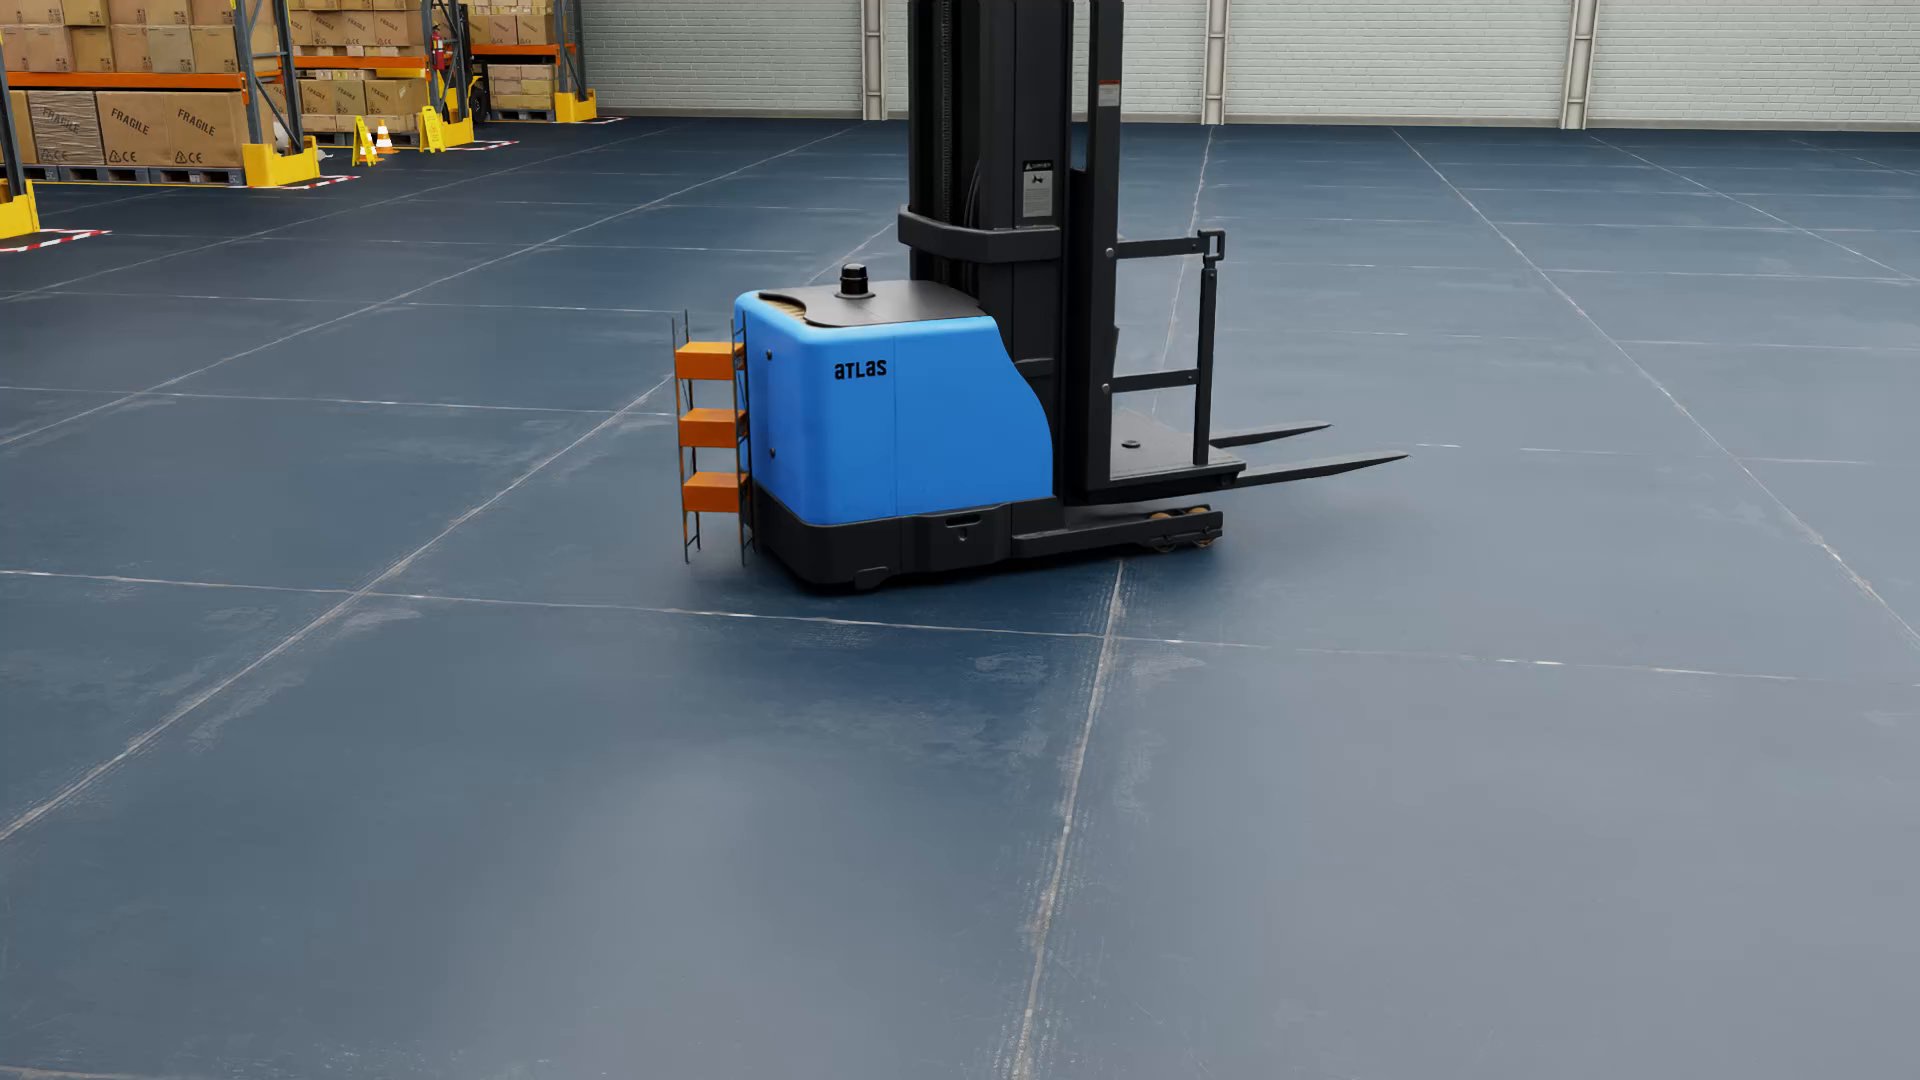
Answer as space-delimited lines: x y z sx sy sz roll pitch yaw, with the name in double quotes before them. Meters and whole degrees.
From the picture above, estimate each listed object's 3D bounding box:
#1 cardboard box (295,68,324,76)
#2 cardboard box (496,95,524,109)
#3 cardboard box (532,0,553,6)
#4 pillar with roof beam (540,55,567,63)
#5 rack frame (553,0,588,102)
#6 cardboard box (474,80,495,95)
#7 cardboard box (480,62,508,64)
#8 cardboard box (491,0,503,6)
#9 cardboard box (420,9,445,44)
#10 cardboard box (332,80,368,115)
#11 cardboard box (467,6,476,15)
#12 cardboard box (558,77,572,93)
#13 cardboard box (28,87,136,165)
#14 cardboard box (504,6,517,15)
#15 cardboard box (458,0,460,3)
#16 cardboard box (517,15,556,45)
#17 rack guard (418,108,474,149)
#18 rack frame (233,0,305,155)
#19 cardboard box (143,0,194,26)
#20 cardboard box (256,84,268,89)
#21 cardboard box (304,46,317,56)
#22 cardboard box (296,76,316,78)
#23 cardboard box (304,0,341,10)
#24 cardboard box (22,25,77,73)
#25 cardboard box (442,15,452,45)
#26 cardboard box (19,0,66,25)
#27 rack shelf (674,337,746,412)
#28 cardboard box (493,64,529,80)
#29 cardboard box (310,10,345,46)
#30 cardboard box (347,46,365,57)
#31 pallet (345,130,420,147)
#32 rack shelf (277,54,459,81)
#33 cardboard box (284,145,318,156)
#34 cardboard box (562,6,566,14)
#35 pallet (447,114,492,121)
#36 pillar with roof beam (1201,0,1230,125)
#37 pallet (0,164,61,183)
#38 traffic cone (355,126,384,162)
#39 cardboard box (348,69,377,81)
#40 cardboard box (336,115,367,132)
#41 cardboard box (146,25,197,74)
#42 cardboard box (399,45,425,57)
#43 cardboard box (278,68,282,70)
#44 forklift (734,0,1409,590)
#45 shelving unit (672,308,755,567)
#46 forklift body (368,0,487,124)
"cardboard box" -12.131 -8.302 30.469 0.625 0.625 0.875 3 19 8
"cardboard box" -7.903 -7.812 29.593 0.500 0.250 0.500 3 19 9
"cardboard box" -7.287 -9.412 29.056 0.250 0.149 0.380 3 19 9
"pillar with roof beam" -8.127 -10.777 25.331 0.400 9.000 9.100 3 19 9
"rack frame" -6.900 -8.964 29.365 0.127 3.000 1.000 3 19 9
"cardboard box" -8.436 -8.070 29.580 0.500 0.250 0.500 2 19 7
"cardboard box" -8.330 -8.469 29.983 0.500 0.250 0.500 3 19 8
"cardboard box" -8.032 -9.455 29.185 0.250 0.149 0.380 3 19 9
"cardboard box" -8.107 -7.708 24.985 0.500 0.500 0.500 3 19 8
"cardboard box" -9.031 -6.643 24.919 0.500 0.500 0.500 4 19 11
"cardboard box" -8.557 -9.305 29.206 0.250 0.149 0.380 3 19 9
"cardboard box" -7.331 -8.185 29.921 0.500 0.250 0.500 3 19 10
"cardboard box" -10.817 -5.148 20.647 0.875 0.875 0.875 3 19 9
"cardboard box" -7.790 -9.284 29.143 0.250 0.149 0.380 3 19 10
"cardboard box" -8.802 -9.487 29.281 0.250 0.149 0.380 3 19 9
"cardboard box" -7.427 -8.954 29.178 0.500 0.500 0.500 3 19 7
"rack guard" -7.758 -6.227 25.125 0.348 0.500 1.175 3 19 9
"rack frame" -8.369 -5.853 20.067 0.127 3.000 1.000 3 19 9
"cardboard box" -9.286 -6.465 19.960 0.550 0.550 0.875 3 19 9
"cardboard box" -10.562 -6.723 25.158 0.500 0.500 0.500 4 19 11
"cardboard box" -9.592 -7.324 24.861 0.250 0.149 0.380 3 19 9
"cardboard box" -9.999 -6.864 25.581 0.500 0.500 0.500 4 19 12
"cardboard box" -9.241 -8.050 24.431 0.500 0.500 0.700 3 19 8
"cardboard box" -10.891 -6.025 20.348 0.550 0.550 0.875 3 19 9
"cardboard box" -8.942 -9.030 29.406 0.500 0.500 0.500 3 19 9
"cardboard box" -10.886 -6.546 20.202 0.550 0.550 0.875 3 19 9
"rack shelf" -1.018 -0.680 6.818 0.240 0.259 0.215 2 19 7
"cardboard box" -7.909 -8.282 29.425 0.500 0.250 0.500 3 19 10
"cardboard box" -9.250 -7.591 24.636 0.500 0.500 0.500 3 19 8
"cardboard box" -8.863 -7.242 24.616 0.250 0.149 0.380 3 19 10
"pallet" -8.555 -6.142 25.326 1.213 0.211 1.003 3 19 9
"rack shelf" -9.658 -7.168 25.132 4.000 0.370 1.077 3 19 9
"cardboard box" -9.297 -5.490 23.475 0.250 0.149 0.380 14 23 37
"cardboard box" -7.193 -9.417 29.540 0.250 0.149 0.380 2 19 7
"pallet" -8.862 -7.729 30.069 1.213 0.211 1.003 3 19 9
"pillar with roof beam" 3.721 -10.173 23.526 0.400 9.000 9.100 3 19 9
"pallet" -11.580 -4.669 20.924 1.213 0.211 1.003 3 19 9
"traffic cone" -8.153 -5.458 22.886 0.334 0.463 0.336 3 19 9
"cardboard box" -8.889 -6.923 24.734 0.250 0.149 0.380 3 19 10
"cardboard box" -9.034 -6.289 25.042 0.500 0.250 0.500 3 19 9
"cardboard box" -9.289 -5.949 20.119 0.550 0.550 0.875 3 19 9
"cardboard box" -8.086 -7.241 24.613 0.250 0.149 0.380 4 19 10
"cardboard box" -10.205 -6.991 24.937 0.250 0.149 0.380 4 19 12
"forklift" 0.589 -1.482 7.114 3.031 2.935 1.130 -8 20 -23
"shelving unit" -1.018 -0.421 6.906 0.252 1.050 0.215 2 19 7
"forklift body" -9.061 -8.085 28.077 1.214 2.155 2.313 3 19 9
